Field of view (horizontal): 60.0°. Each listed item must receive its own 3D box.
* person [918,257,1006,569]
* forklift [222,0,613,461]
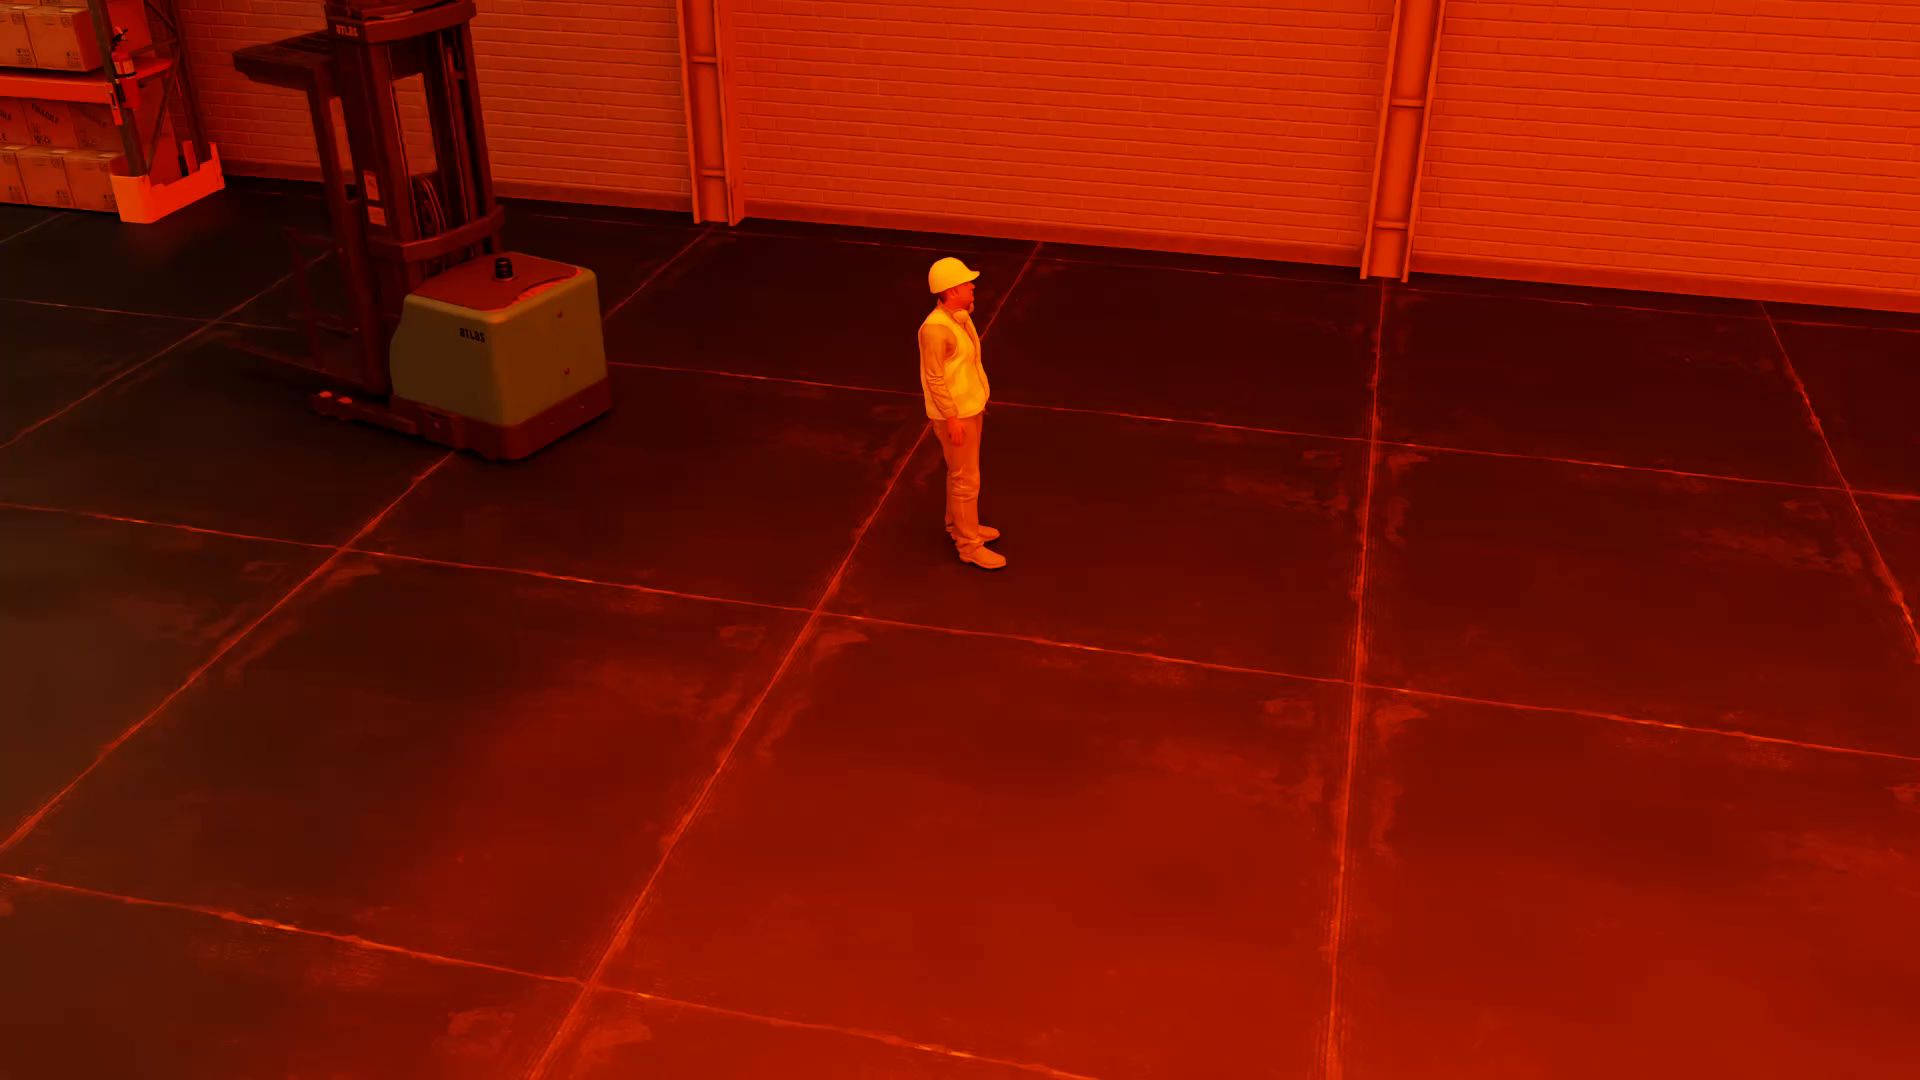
[{"bbox_3d":[0.058,-0.767,9.683,0.568,1.773,0.632,7,30,12],"label":"person"},{"bbox_3d":[-3.968,-2.312,11.252,3.031,2.935,1.130,16,33,25],"label":"forklift"}]
